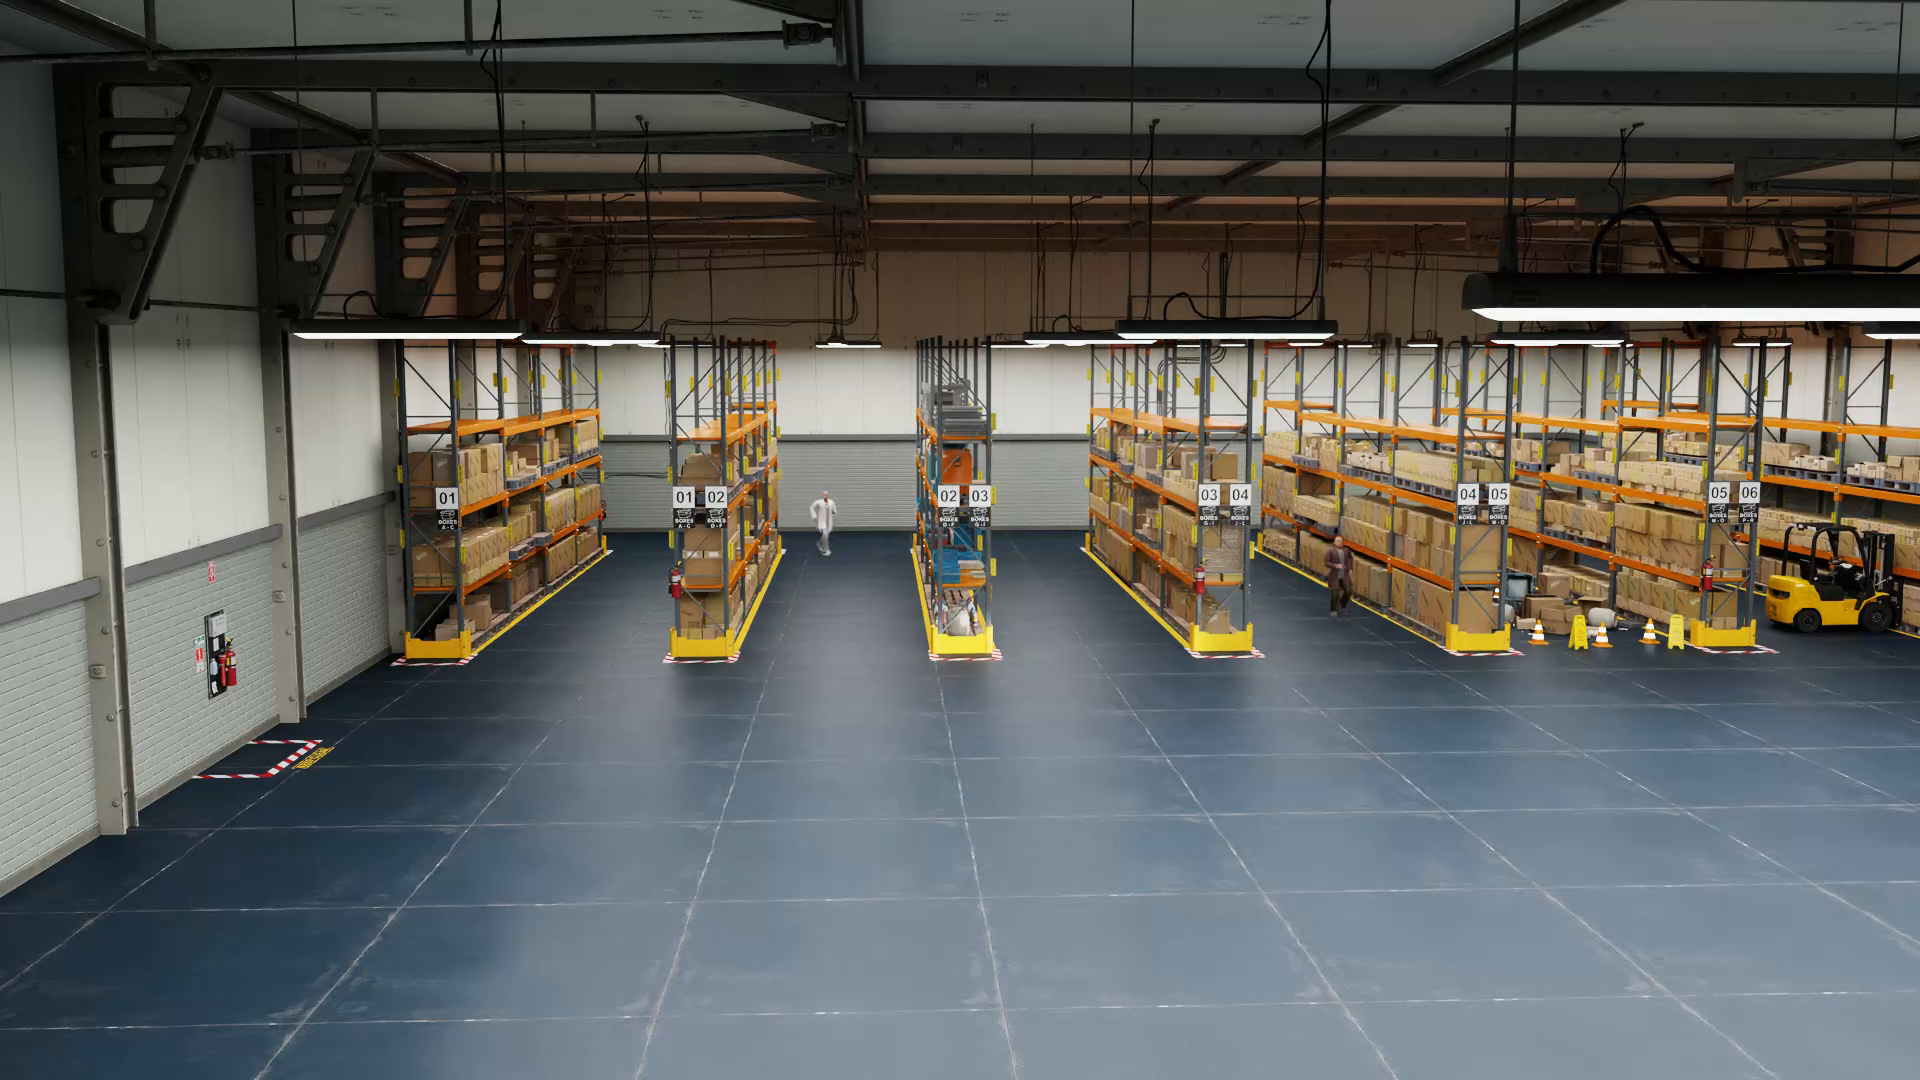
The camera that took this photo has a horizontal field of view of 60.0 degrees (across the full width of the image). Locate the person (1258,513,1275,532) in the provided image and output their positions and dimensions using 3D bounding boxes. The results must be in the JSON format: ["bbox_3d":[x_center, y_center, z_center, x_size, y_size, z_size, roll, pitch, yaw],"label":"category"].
[{"bbox_3d":[9.055,-0.668,49.065,0.541,1.656,0.564,-4,7,-30],"label":"person"}]

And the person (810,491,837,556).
[{"bbox_3d":[-3.811,-0.483,46.942,0.745,1.795,1.002,-4,8,-31],"label":"person"}]

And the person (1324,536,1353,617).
[{"bbox_3d":[8.149,0.802,35.652,0.706,1.737,0.713,-1,7,-6],"label":"person"}]
